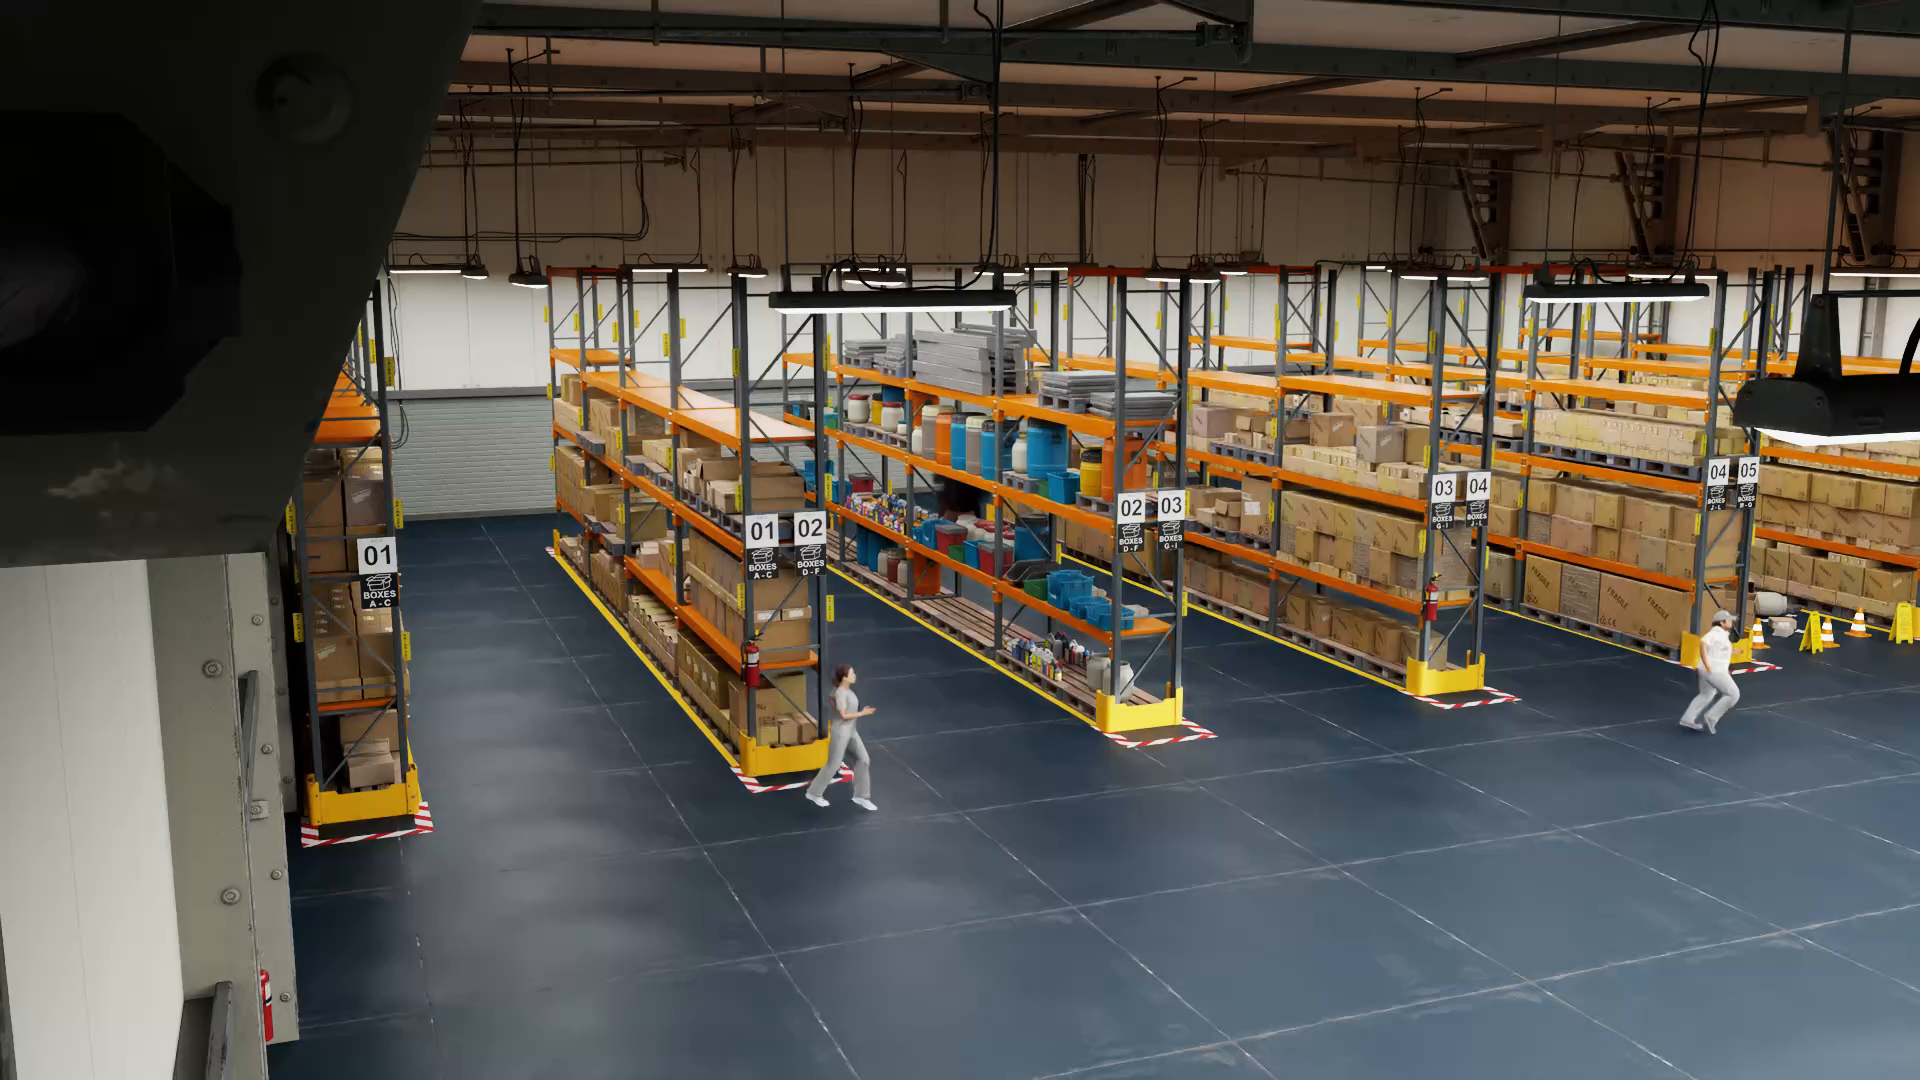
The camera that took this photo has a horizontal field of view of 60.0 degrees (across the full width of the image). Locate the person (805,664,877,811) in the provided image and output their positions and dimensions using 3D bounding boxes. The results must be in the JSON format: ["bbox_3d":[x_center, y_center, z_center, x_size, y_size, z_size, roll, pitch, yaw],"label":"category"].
[{"bbox_3d":[-1.346,2.240,18.941,0.822,1.707,0.553,2,10,13],"label":"person"}]

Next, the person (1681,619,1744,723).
[{"bbox_3d":[9.943,1.697,21.928,0.705,1.522,0.588,3,10,17],"label":"person"}]
